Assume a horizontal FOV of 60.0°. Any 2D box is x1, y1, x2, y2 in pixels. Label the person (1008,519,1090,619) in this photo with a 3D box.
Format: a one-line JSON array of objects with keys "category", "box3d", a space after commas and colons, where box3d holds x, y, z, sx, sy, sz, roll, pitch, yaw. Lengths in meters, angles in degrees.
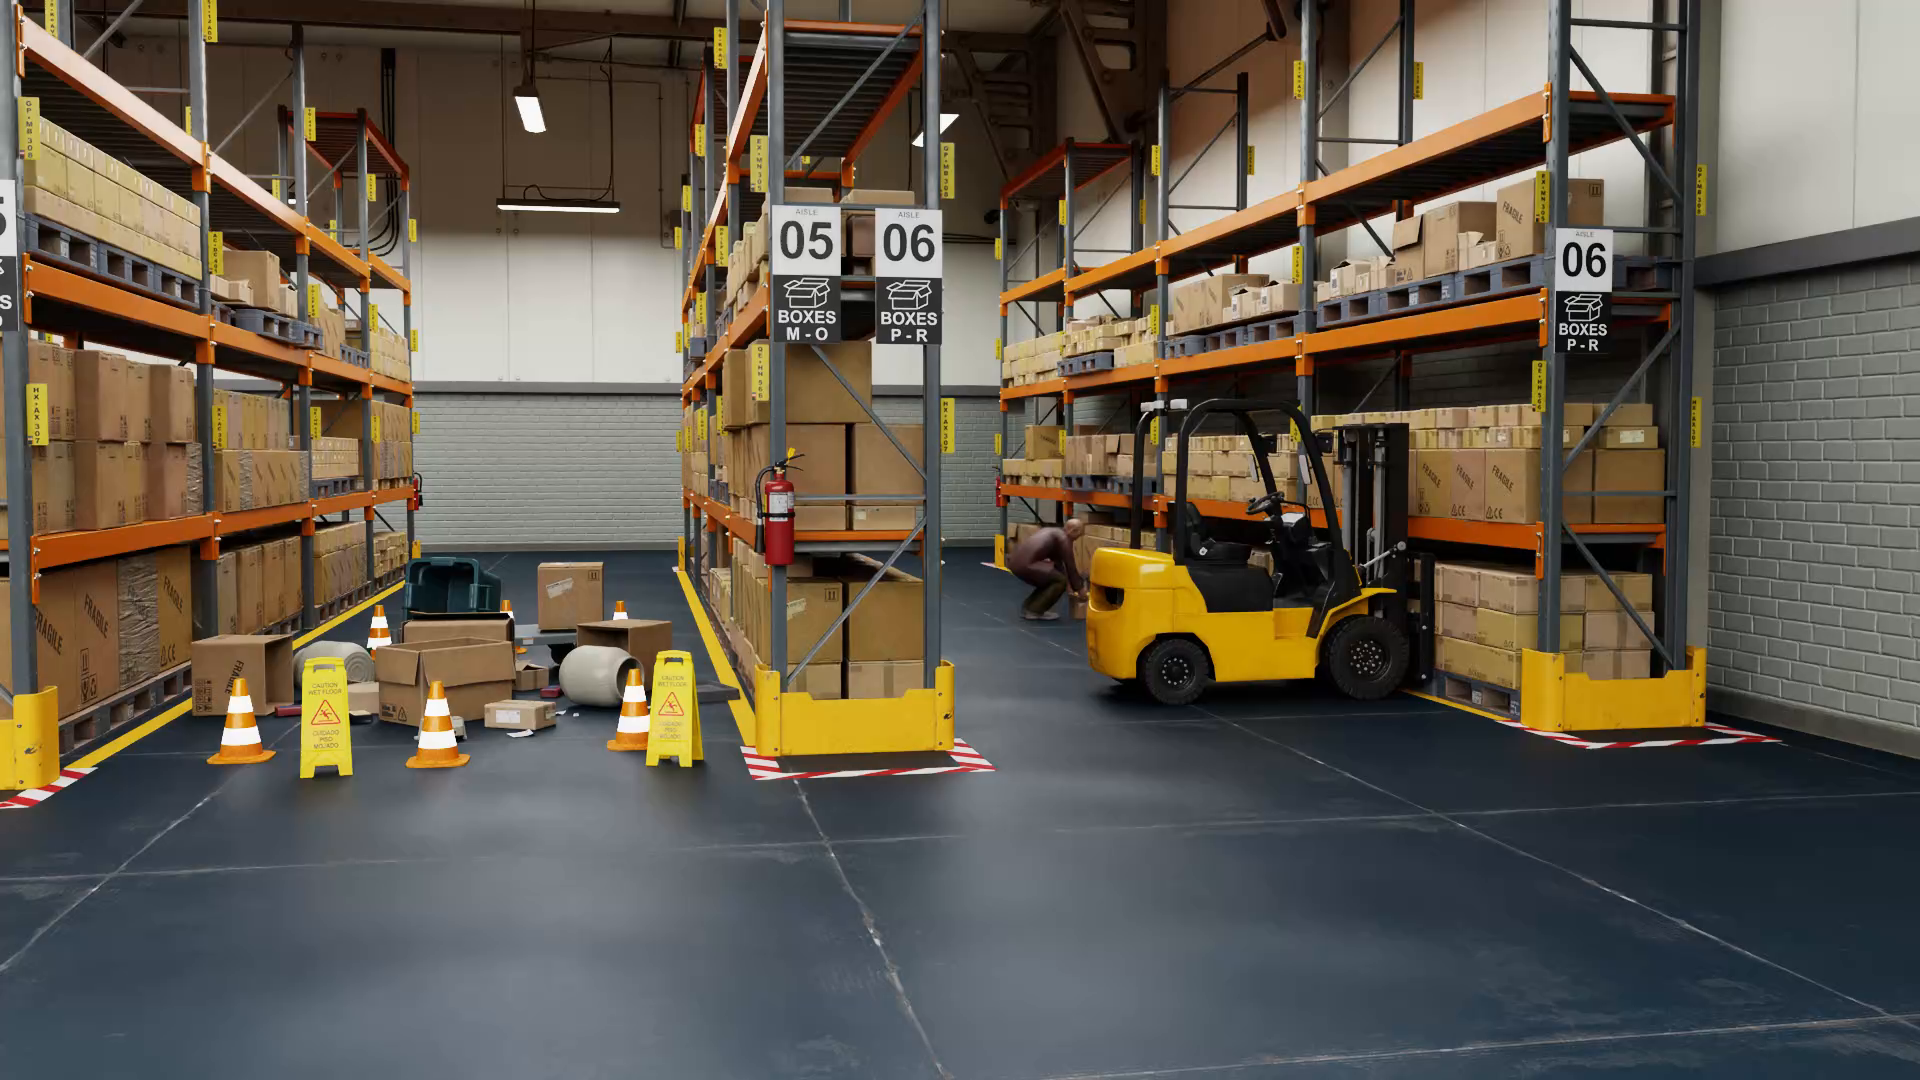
[{"category": "person", "box3d": [0.946, 0.314, 17.955, 0.875, 1.065, 0.615, -1, 3, -12]}]
